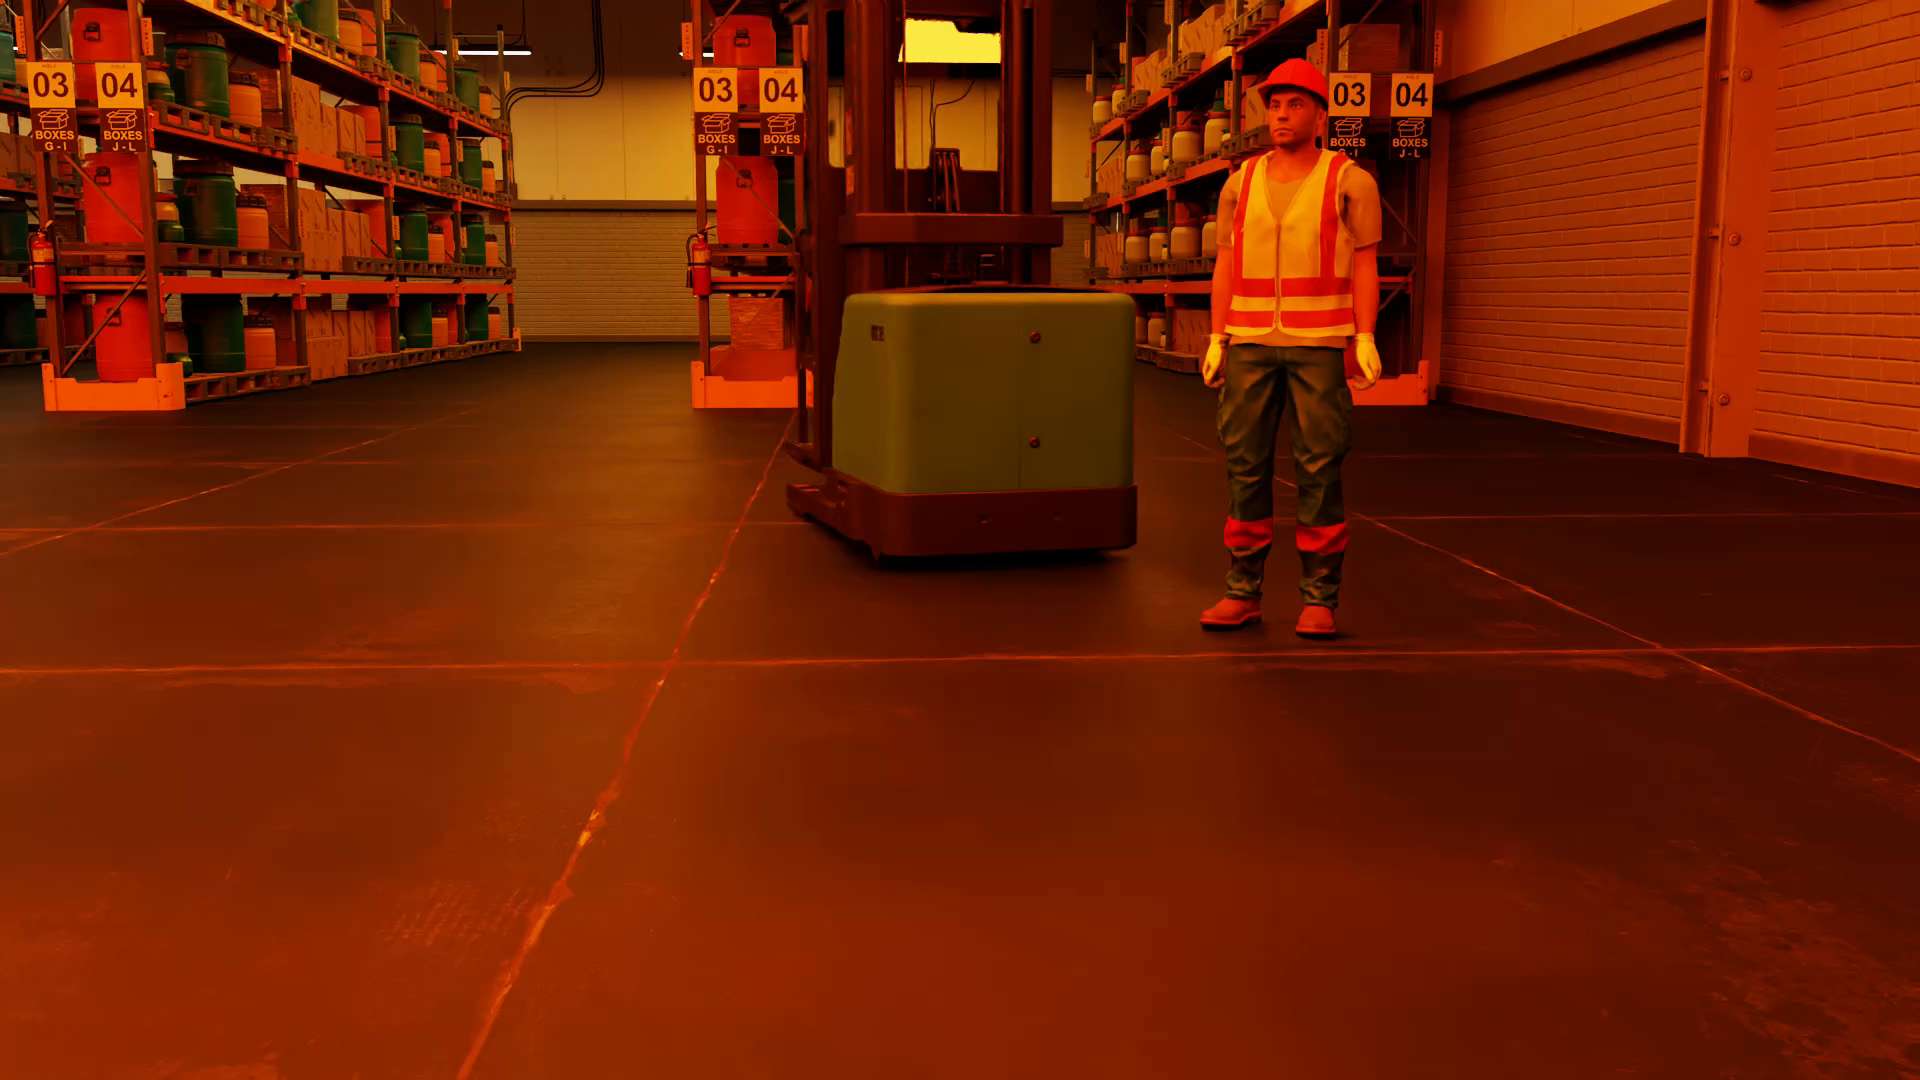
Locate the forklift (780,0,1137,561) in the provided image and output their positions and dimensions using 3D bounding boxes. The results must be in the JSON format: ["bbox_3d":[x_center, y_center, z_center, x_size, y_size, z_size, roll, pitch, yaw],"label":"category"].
[{"bbox_3d":[-0.208,-1.545,7.738,1.130,2.935,3.031,-3,9,-17],"label":"forklift"}]

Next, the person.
[{"bbox_3d":[1.040,-0.600,5.264,0.581,1.794,0.346,4,9,25],"label":"person"}]
